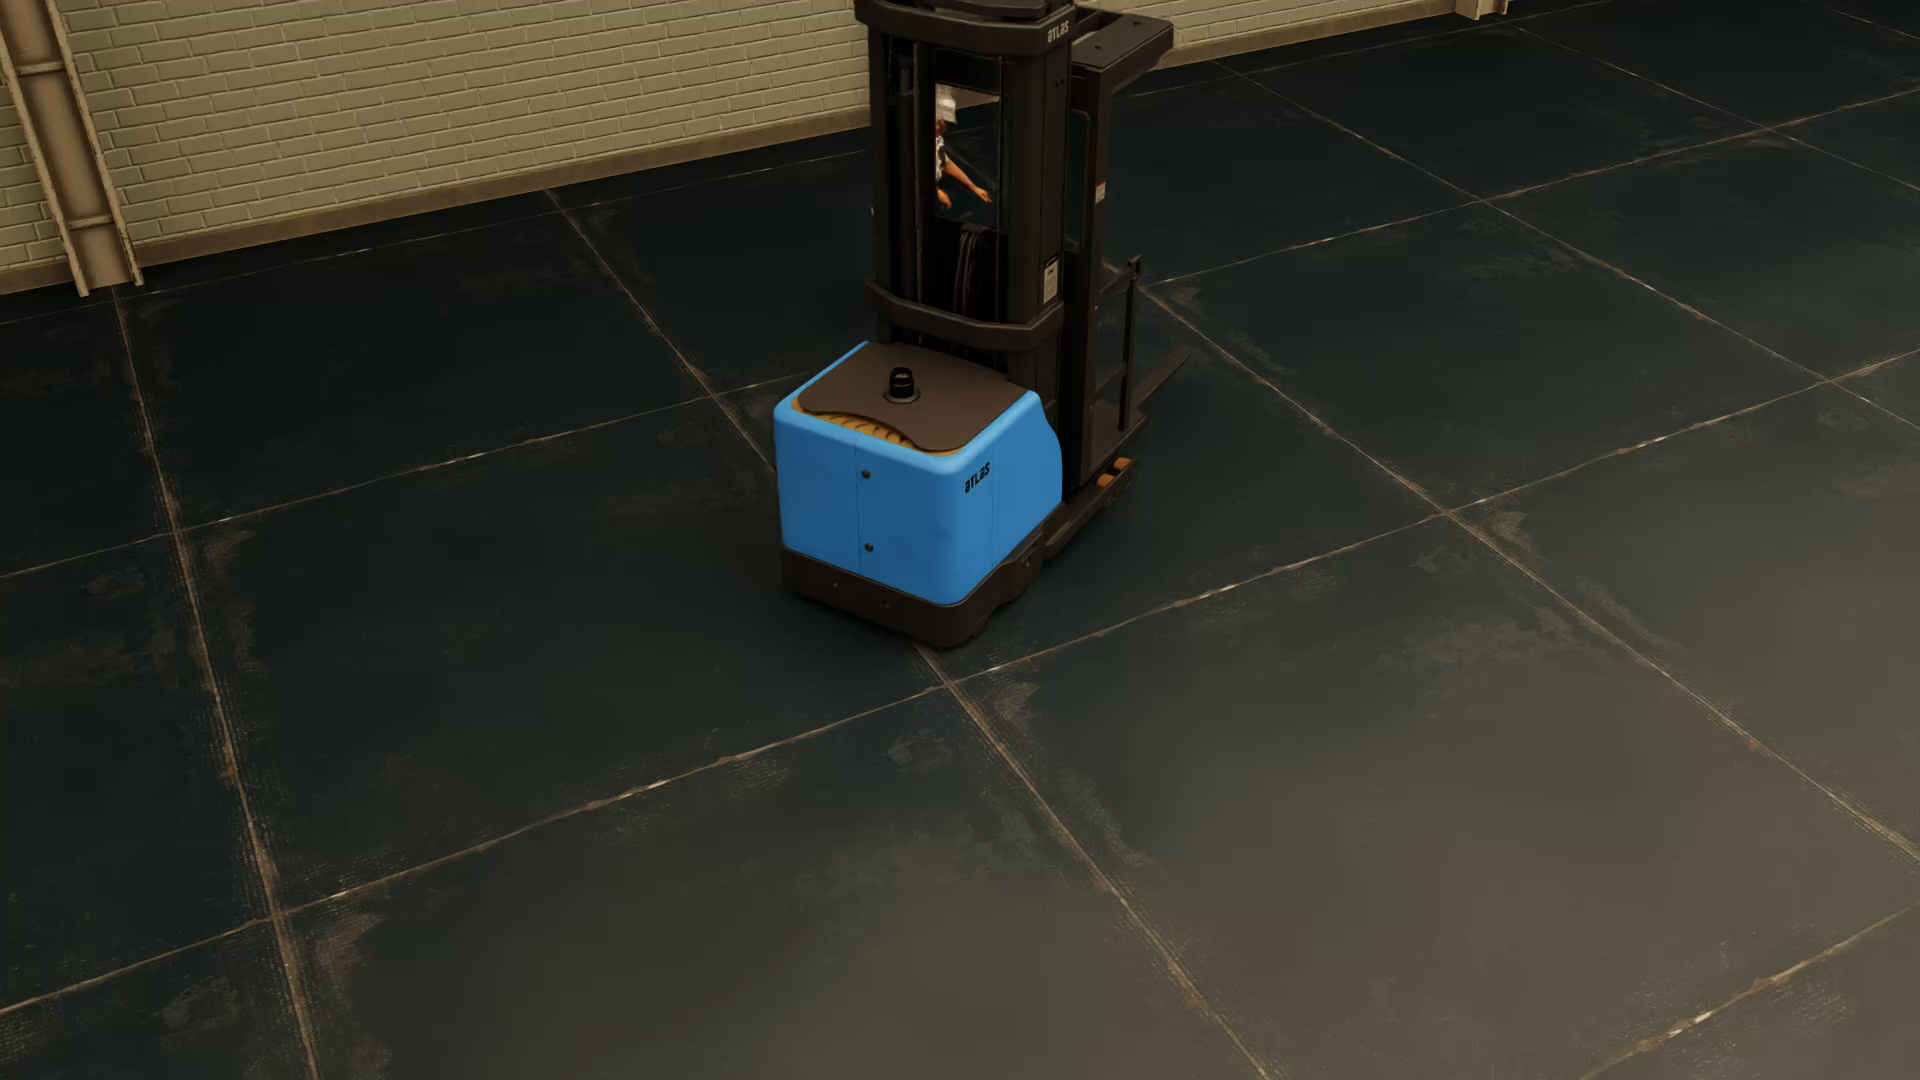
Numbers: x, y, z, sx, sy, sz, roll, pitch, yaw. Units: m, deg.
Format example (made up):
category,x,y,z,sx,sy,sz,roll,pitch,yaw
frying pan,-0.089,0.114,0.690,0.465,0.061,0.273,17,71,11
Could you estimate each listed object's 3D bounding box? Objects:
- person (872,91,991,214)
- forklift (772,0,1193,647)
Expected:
category,x,y,z,sx,sy,sz,roll,pitch,yaw
person,-0.169,-2.115,10.487,0.778,1.452,0.882,-2,35,-3
forklift,0.313,-1.514,8.264,1.130,2.935,3.031,19,40,25
